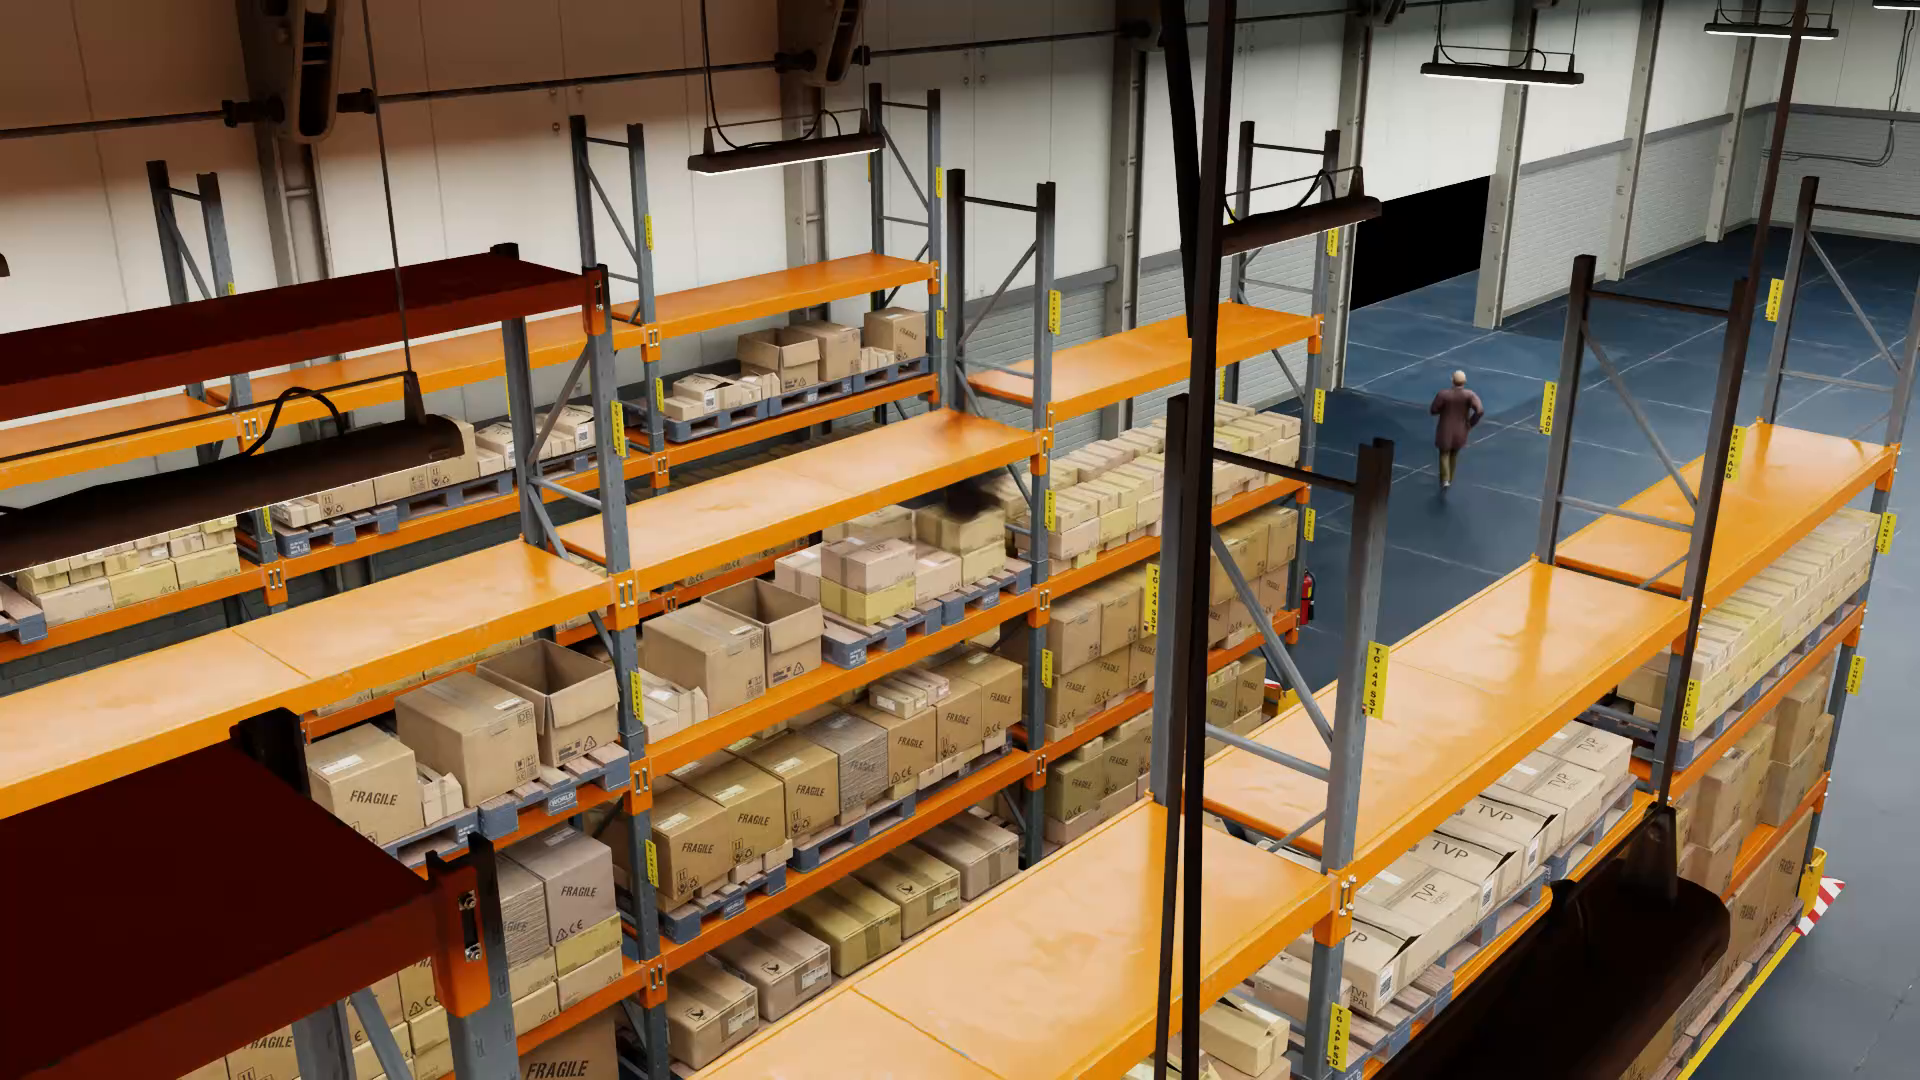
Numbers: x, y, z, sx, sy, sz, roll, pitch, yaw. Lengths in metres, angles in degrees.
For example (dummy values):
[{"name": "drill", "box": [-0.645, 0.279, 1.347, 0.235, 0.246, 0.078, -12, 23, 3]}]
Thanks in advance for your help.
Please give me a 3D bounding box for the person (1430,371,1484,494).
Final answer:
[{"name": "person", "box": [6.950, -1.508, 23.432, 0.705, 1.793, 0.922, 3, 21, 7]}]
